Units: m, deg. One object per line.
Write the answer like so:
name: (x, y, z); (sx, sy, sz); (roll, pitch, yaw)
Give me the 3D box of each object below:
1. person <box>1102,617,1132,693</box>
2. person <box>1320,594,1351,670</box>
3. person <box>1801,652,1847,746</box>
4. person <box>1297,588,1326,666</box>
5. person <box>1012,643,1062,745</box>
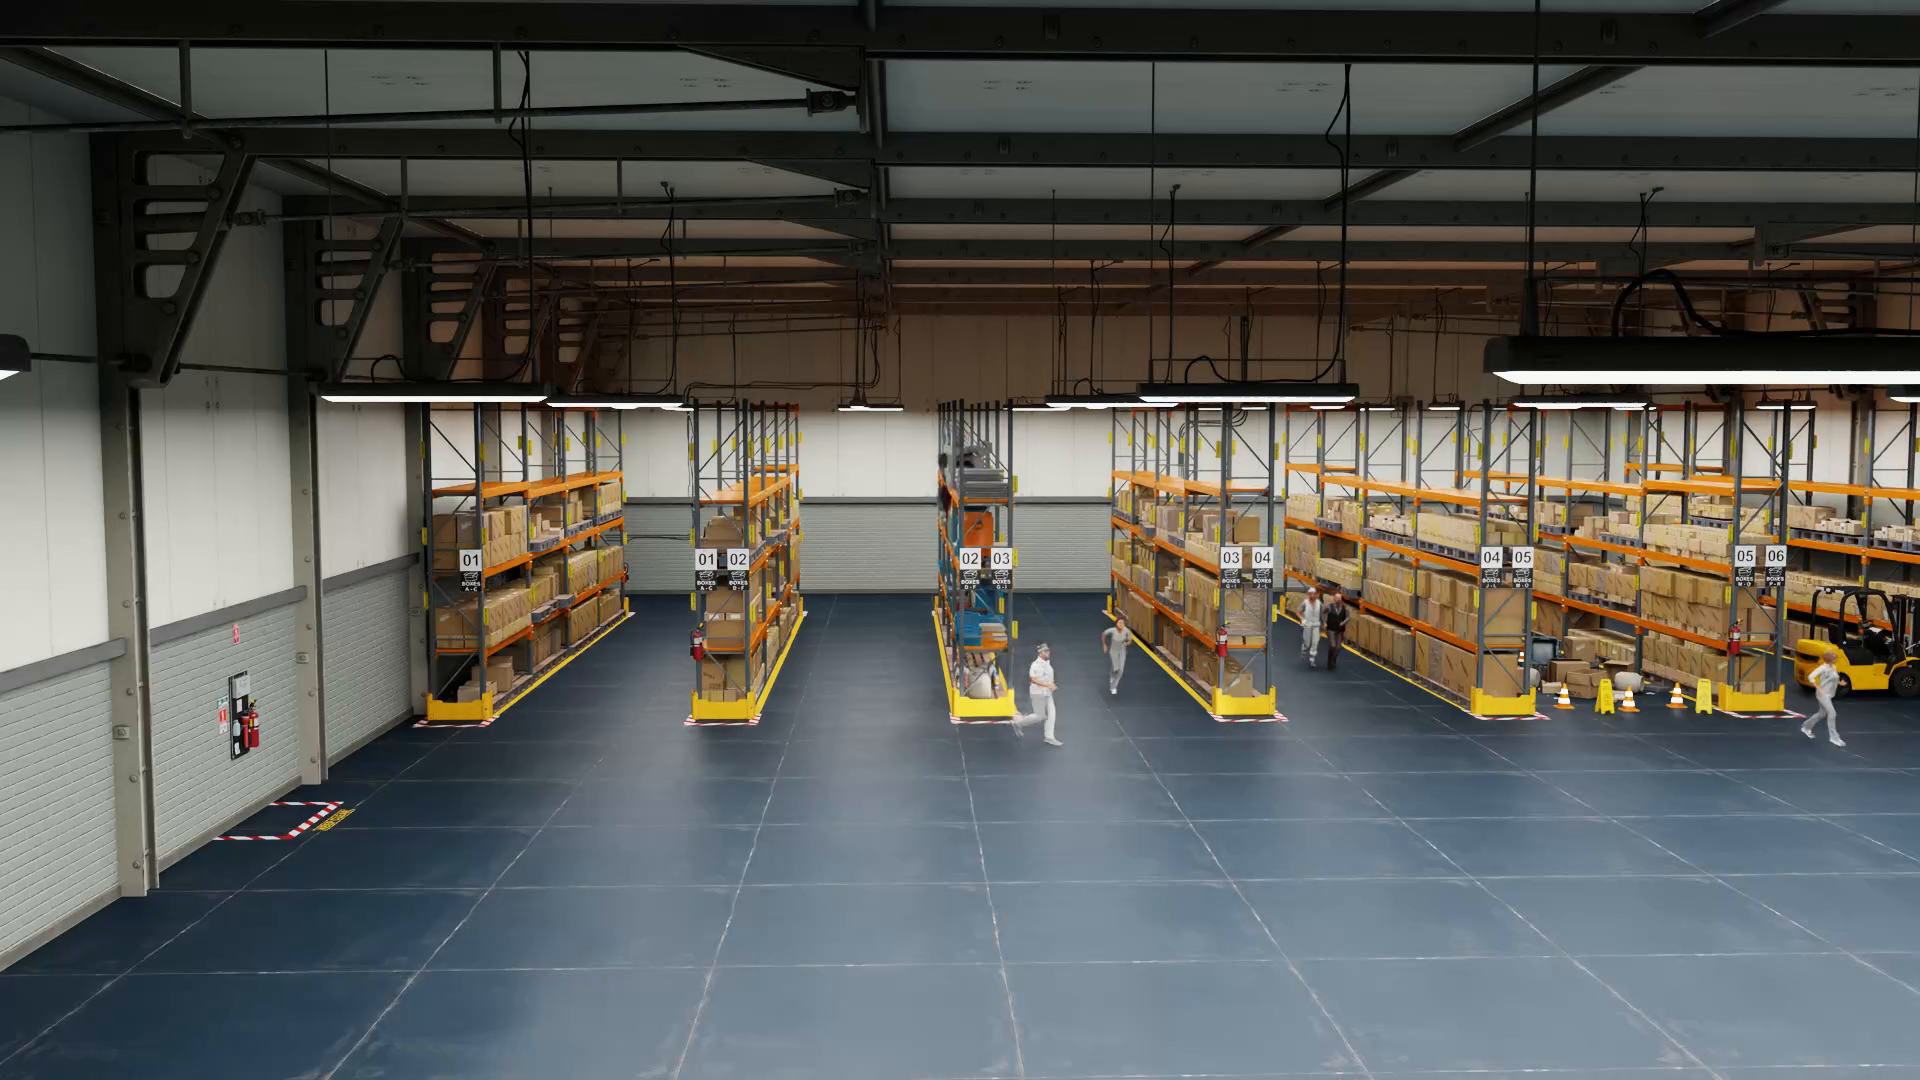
person: (3.222, 2.354, 33.962); (0.552, 1.594, 0.689); (-1, 4, -11)
person: (8.415, 2.056, 37.259); (0.645, 1.713, 0.619); (0, 4, -2)
person: (14.986, 2.739, 28.848); (0.543, 1.580, 0.794); (-3, 6, -38)
person: (8.019, 1.969, 37.941); (0.683, 1.769, 0.712); (0, 4, -2)
person: (1.368, 2.662, 28.872); (0.871, 1.788, 0.671); (2, 5, 24)
